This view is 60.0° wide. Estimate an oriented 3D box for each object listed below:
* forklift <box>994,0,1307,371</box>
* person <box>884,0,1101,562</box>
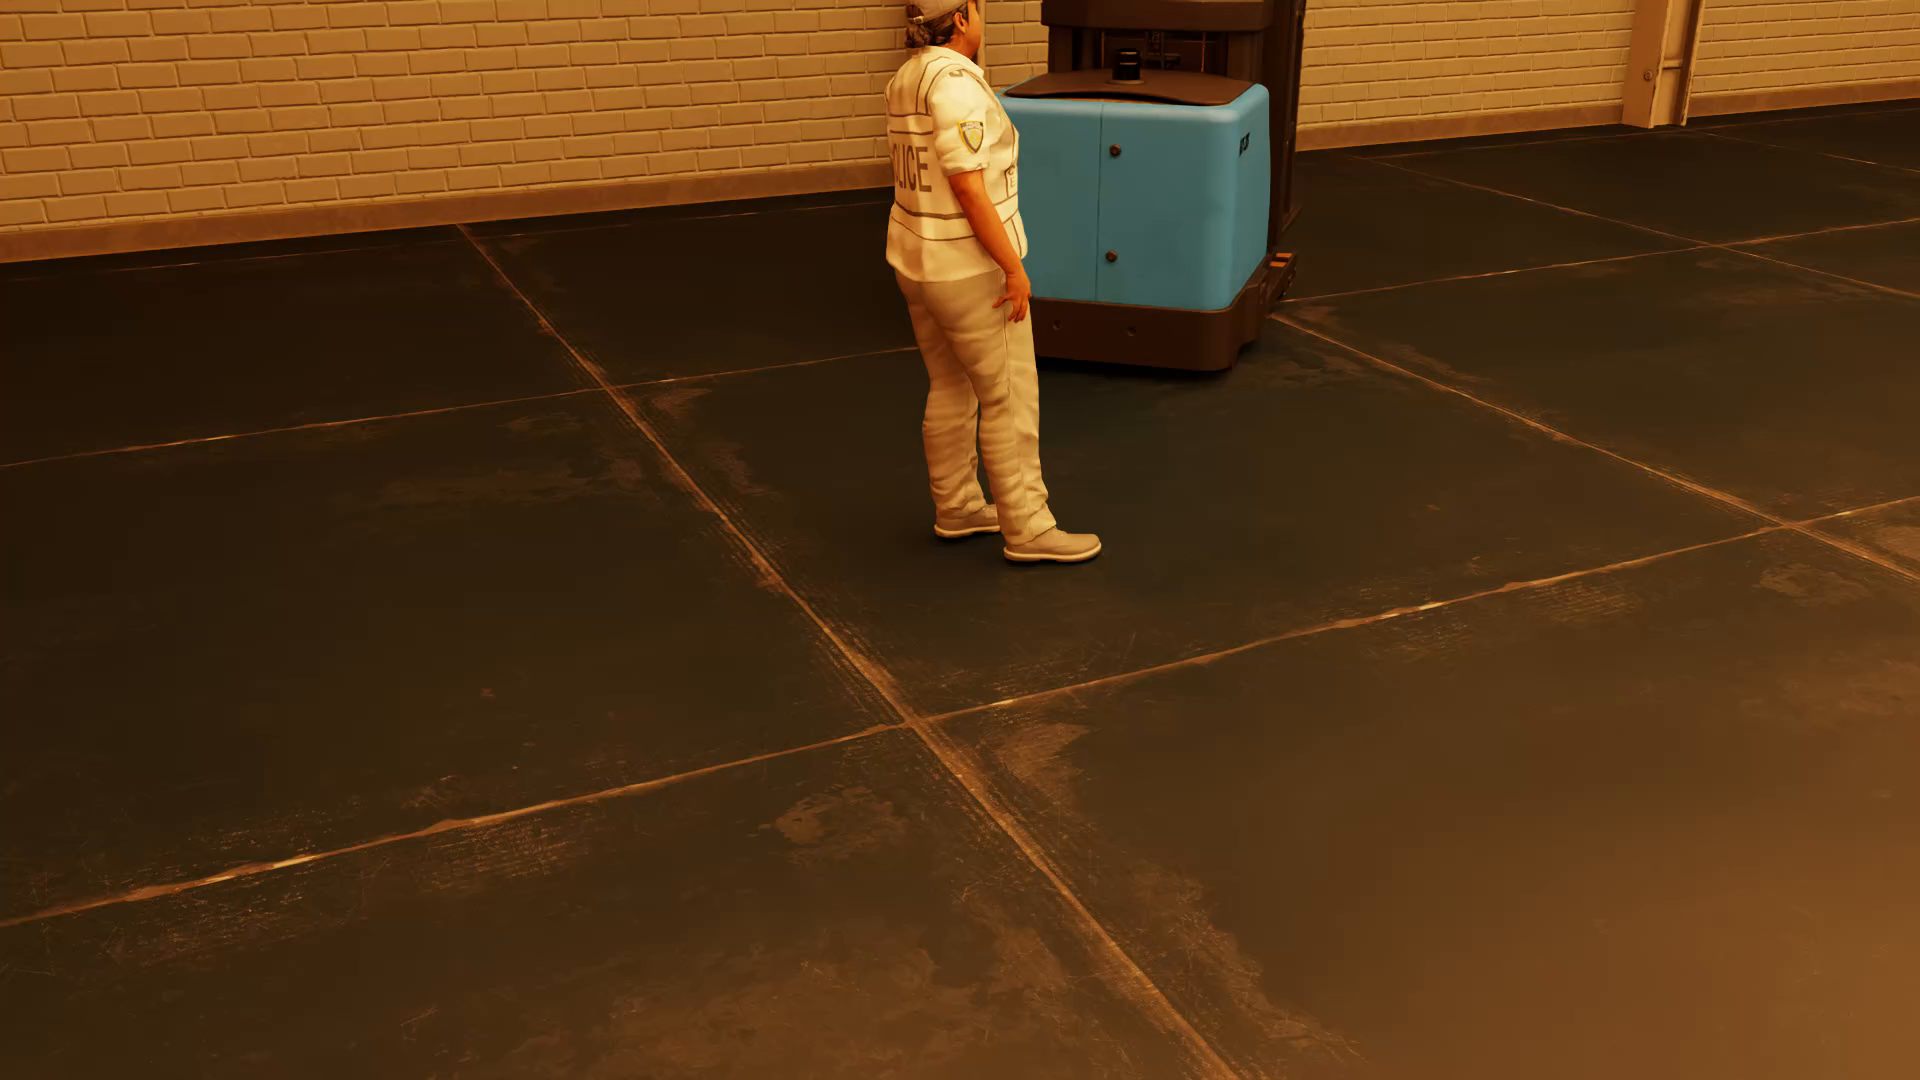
[{"bbox_3d":[1.005,-2.550,7.424,1.130,2.935,3.031,7,24,17],"label":"forklift"},{"bbox_3d":[0.079,-0.780,4.795,0.529,1.670,0.598,-10,25,-23],"label":"person"}]
